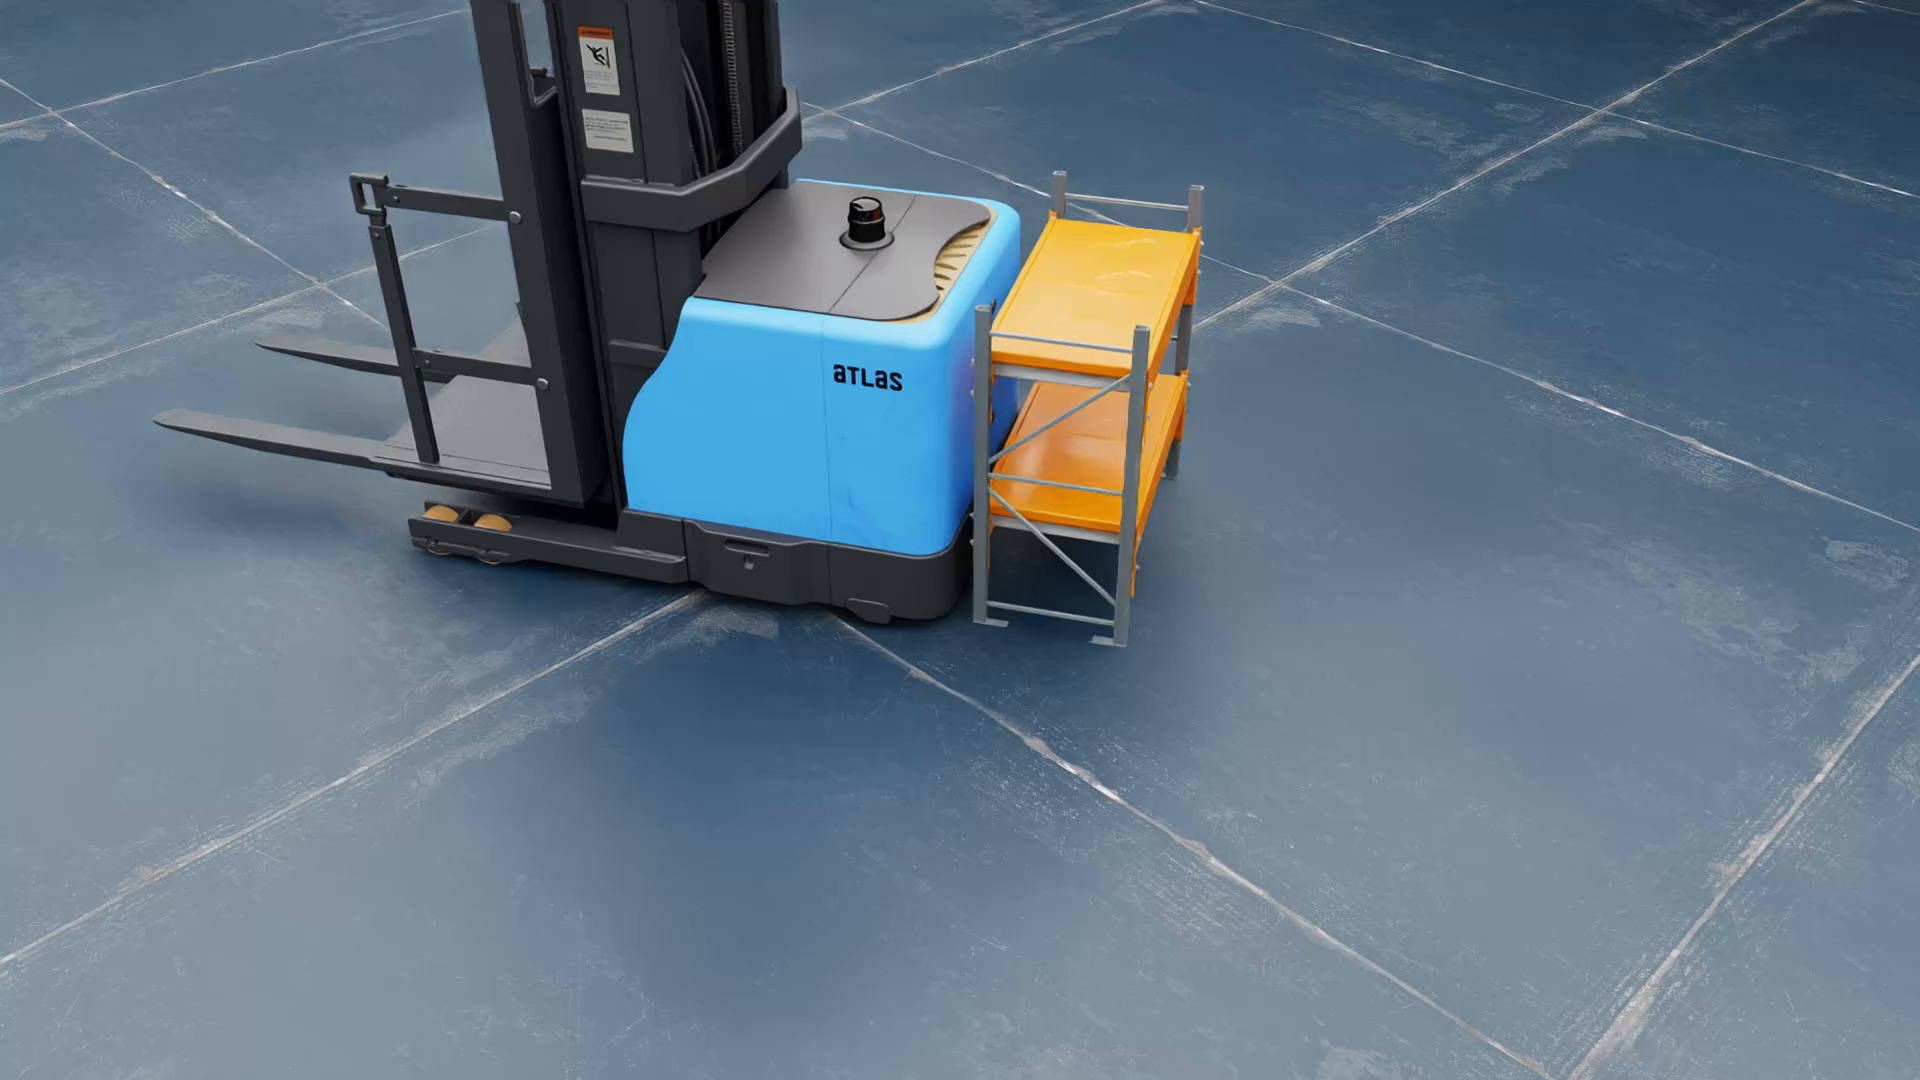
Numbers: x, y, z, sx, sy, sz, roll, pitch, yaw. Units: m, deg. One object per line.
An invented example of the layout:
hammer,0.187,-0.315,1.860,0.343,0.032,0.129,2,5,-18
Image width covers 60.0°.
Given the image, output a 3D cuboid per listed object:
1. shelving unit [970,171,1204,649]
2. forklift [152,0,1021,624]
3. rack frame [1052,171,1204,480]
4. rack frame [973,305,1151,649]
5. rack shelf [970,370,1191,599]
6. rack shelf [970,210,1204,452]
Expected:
shelving unit,0.421,-0.445,5.405,0.538,1.125,1.048,9,36,12
forklift,-1.363,-1.400,5.195,3.031,2.935,1.130,9,36,13
rack frame,0.554,-0.726,5.807,0.500,1.125,0.032,9,36,12
rack frame,0.287,-0.164,5.002,0.500,1.125,0.032,9,36,12
rack shelf,0.421,-0.244,5.545,0.538,0.278,1.000,9,36,12
rack shelf,0.421,-0.685,5.237,0.538,0.278,1.000,9,36,12
